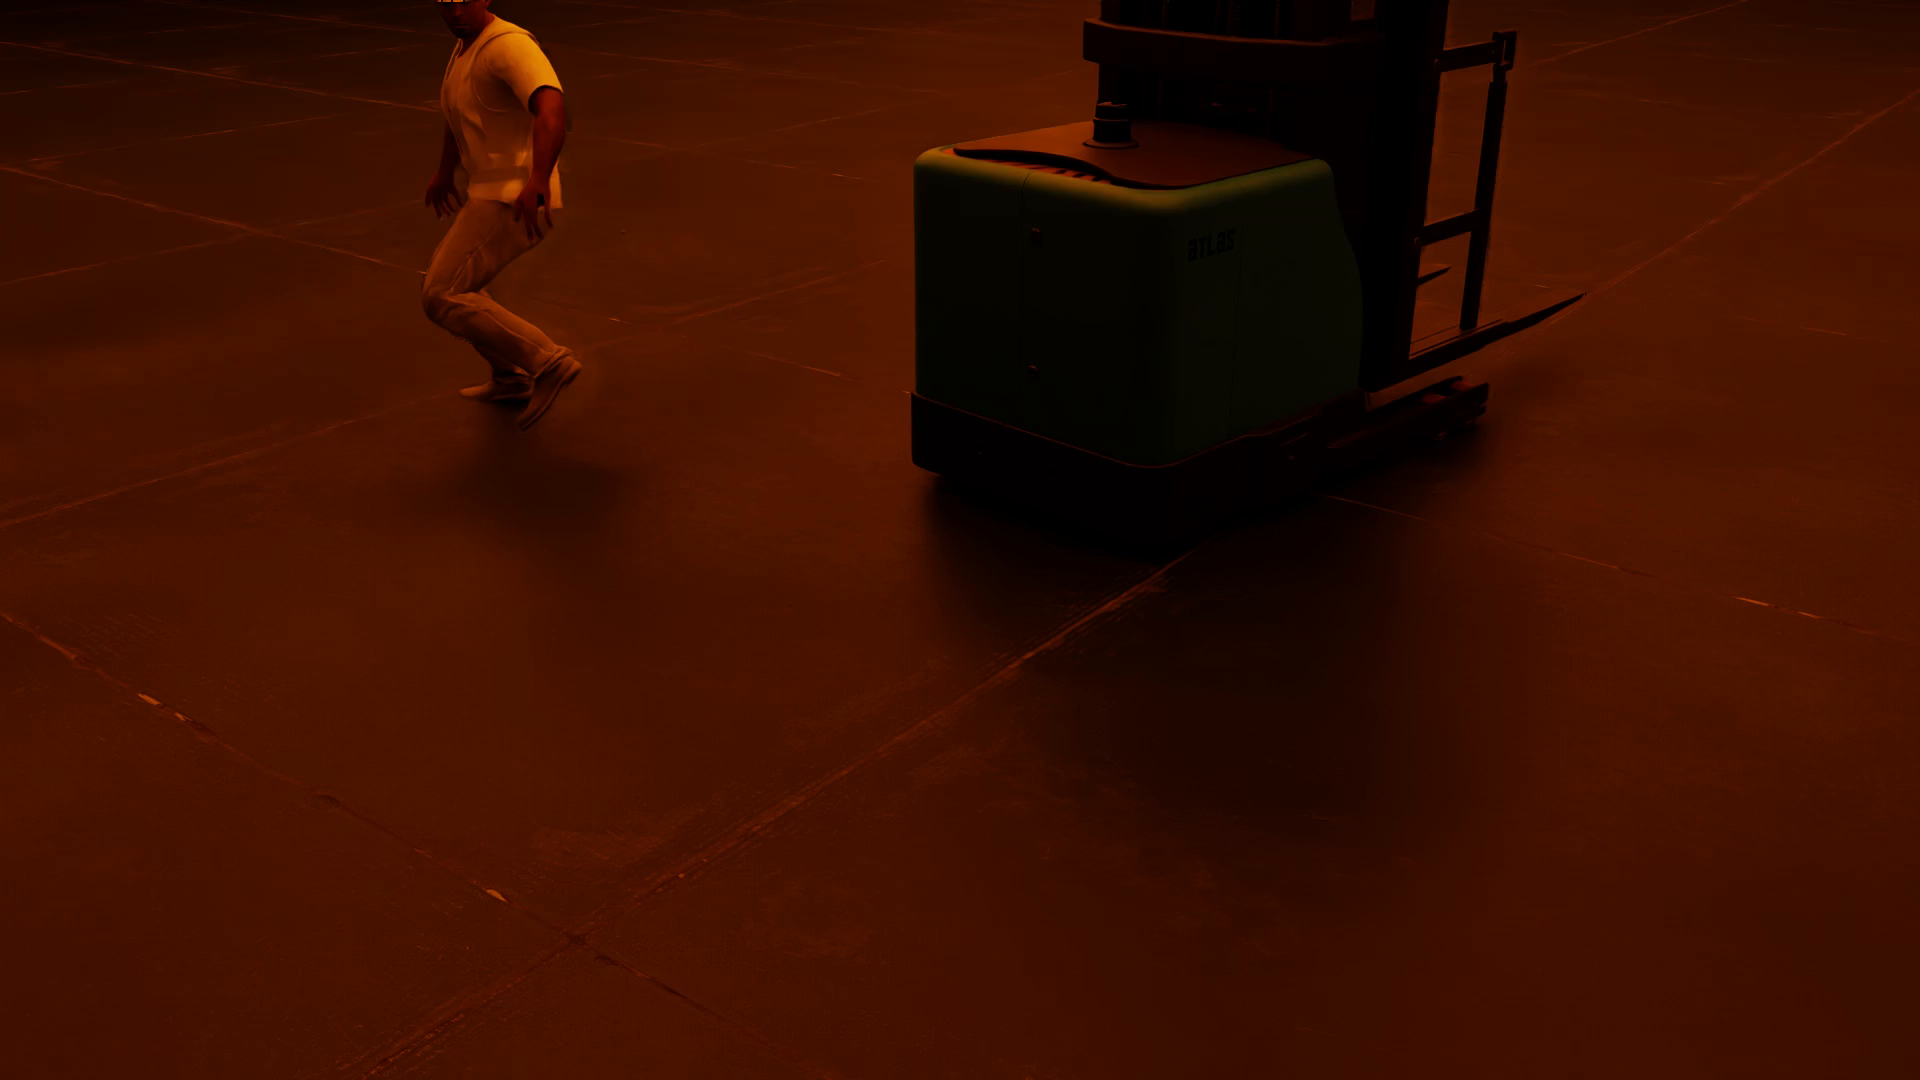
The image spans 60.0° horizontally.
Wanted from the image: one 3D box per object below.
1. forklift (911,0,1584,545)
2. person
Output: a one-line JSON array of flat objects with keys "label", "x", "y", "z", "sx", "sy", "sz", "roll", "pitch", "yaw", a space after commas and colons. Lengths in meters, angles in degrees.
[{"label": "forklift", "x": 1.241, "y": -1.820, "z": 5.526, "sx": 3.031, "sy": 2.935, "sz": 1.130, "roll": -22, "pitch": 32, "yaw": -40}, {"label": "person", "x": -1.634, "y": -1.202, "z": 5.775, "sx": 0.524, "sy": 1.646, "sz": 1.039, "roll": -7, "pitch": 24, "yaw": -16}]
